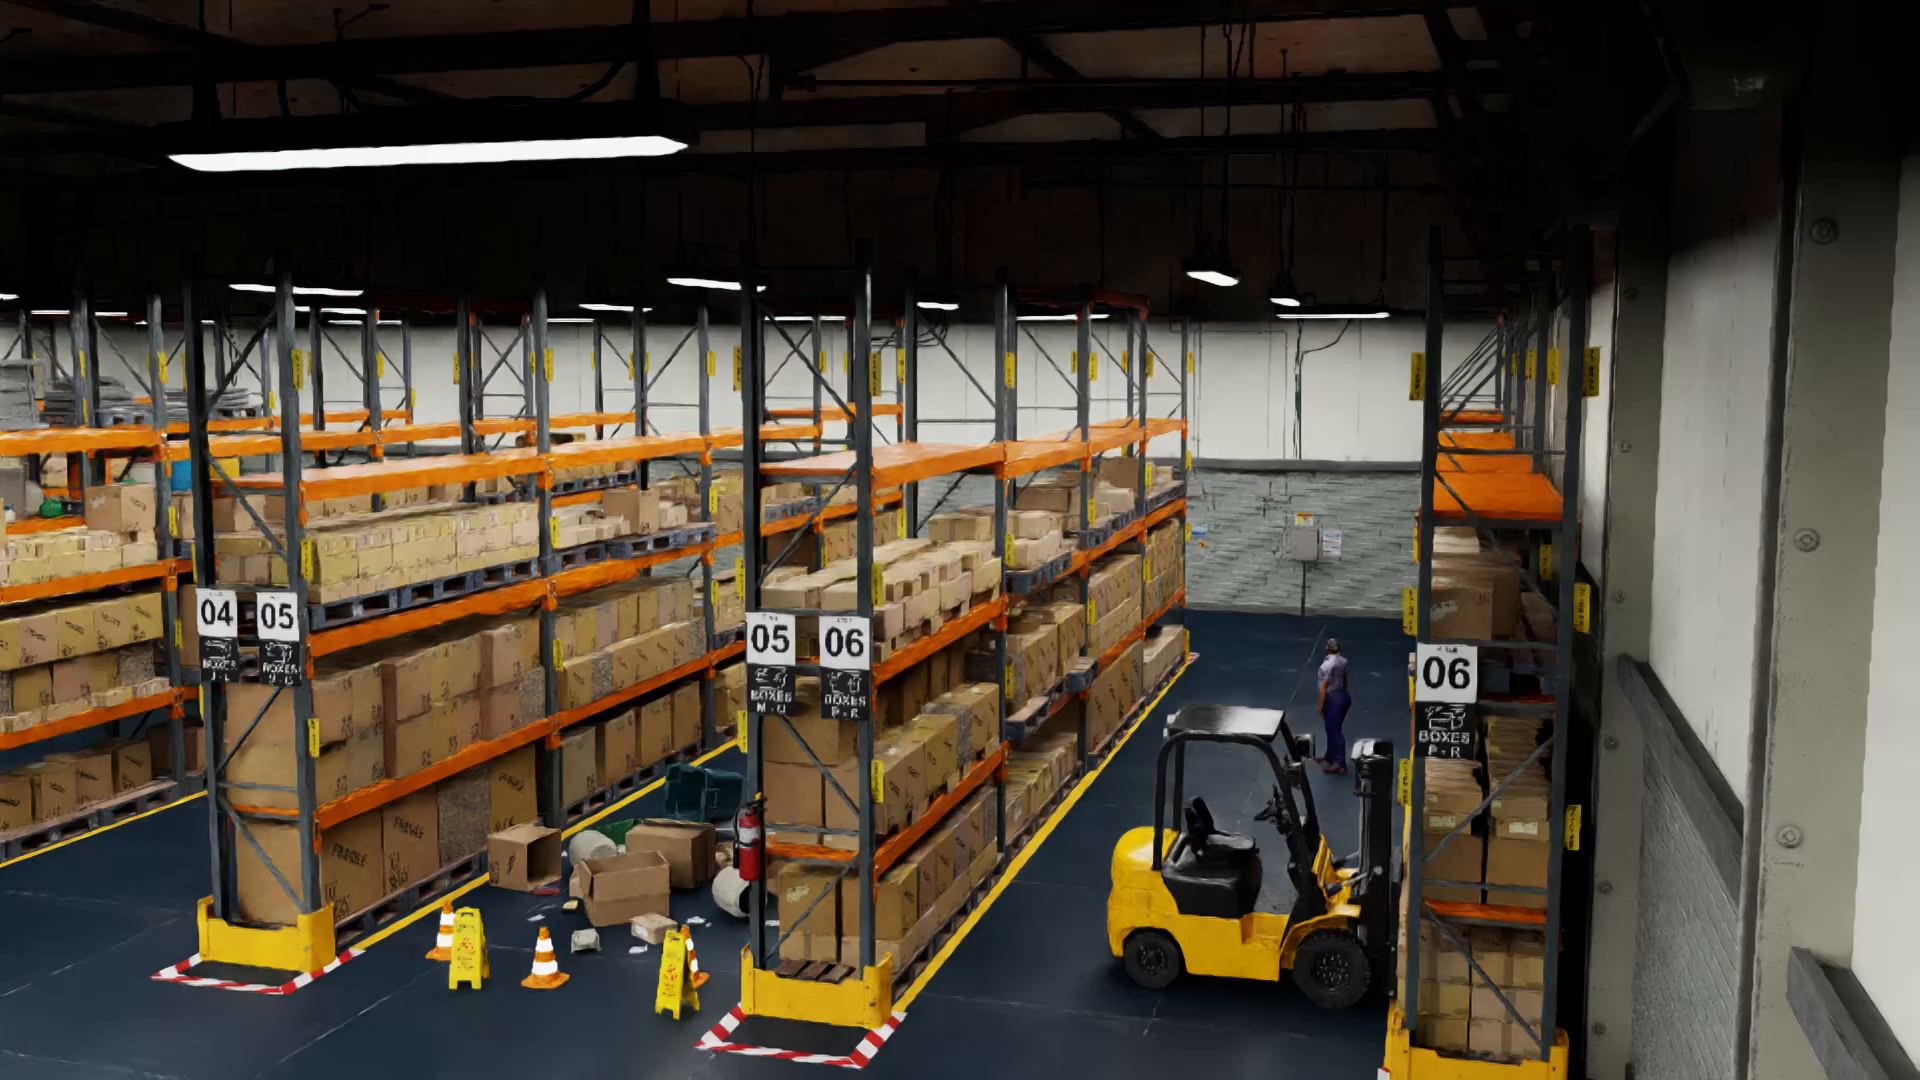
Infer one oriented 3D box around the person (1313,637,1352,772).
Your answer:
[{"bbox_3d":[4.629,2.022,20.733,0.562,1.639,0.595,5,8,38],"label":"person"}]
